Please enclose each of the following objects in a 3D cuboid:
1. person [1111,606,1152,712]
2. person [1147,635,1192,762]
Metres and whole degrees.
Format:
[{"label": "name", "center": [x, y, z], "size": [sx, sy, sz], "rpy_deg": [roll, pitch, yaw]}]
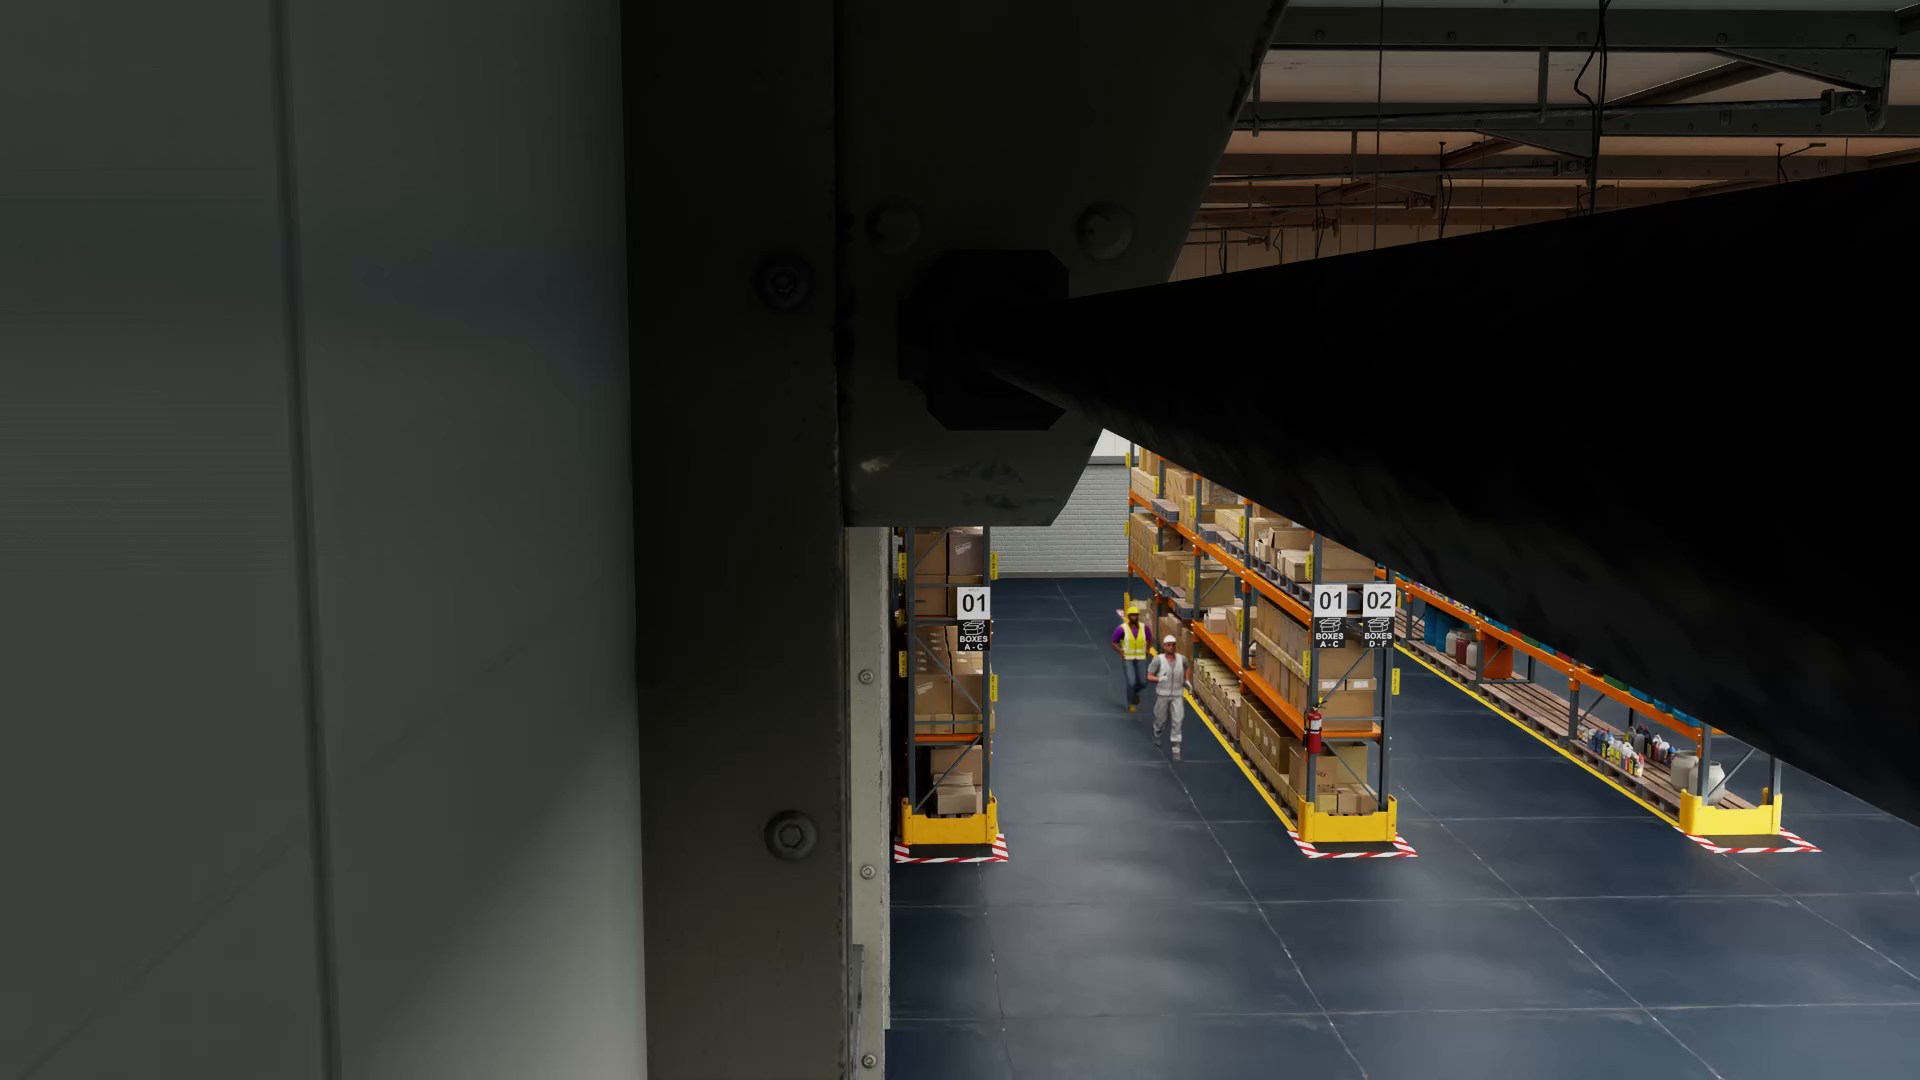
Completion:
[{"label": "person", "center": [2.805, 1.927, 26.968], "size": [0.696, 1.719, 0.604], "rpy_deg": [-1, 7, -9]}, {"label": "person", "center": [3.023, 2.247, 23.995], "size": [0.668, 1.764, 0.998], "rpy_deg": [0, 7, -2]}]
